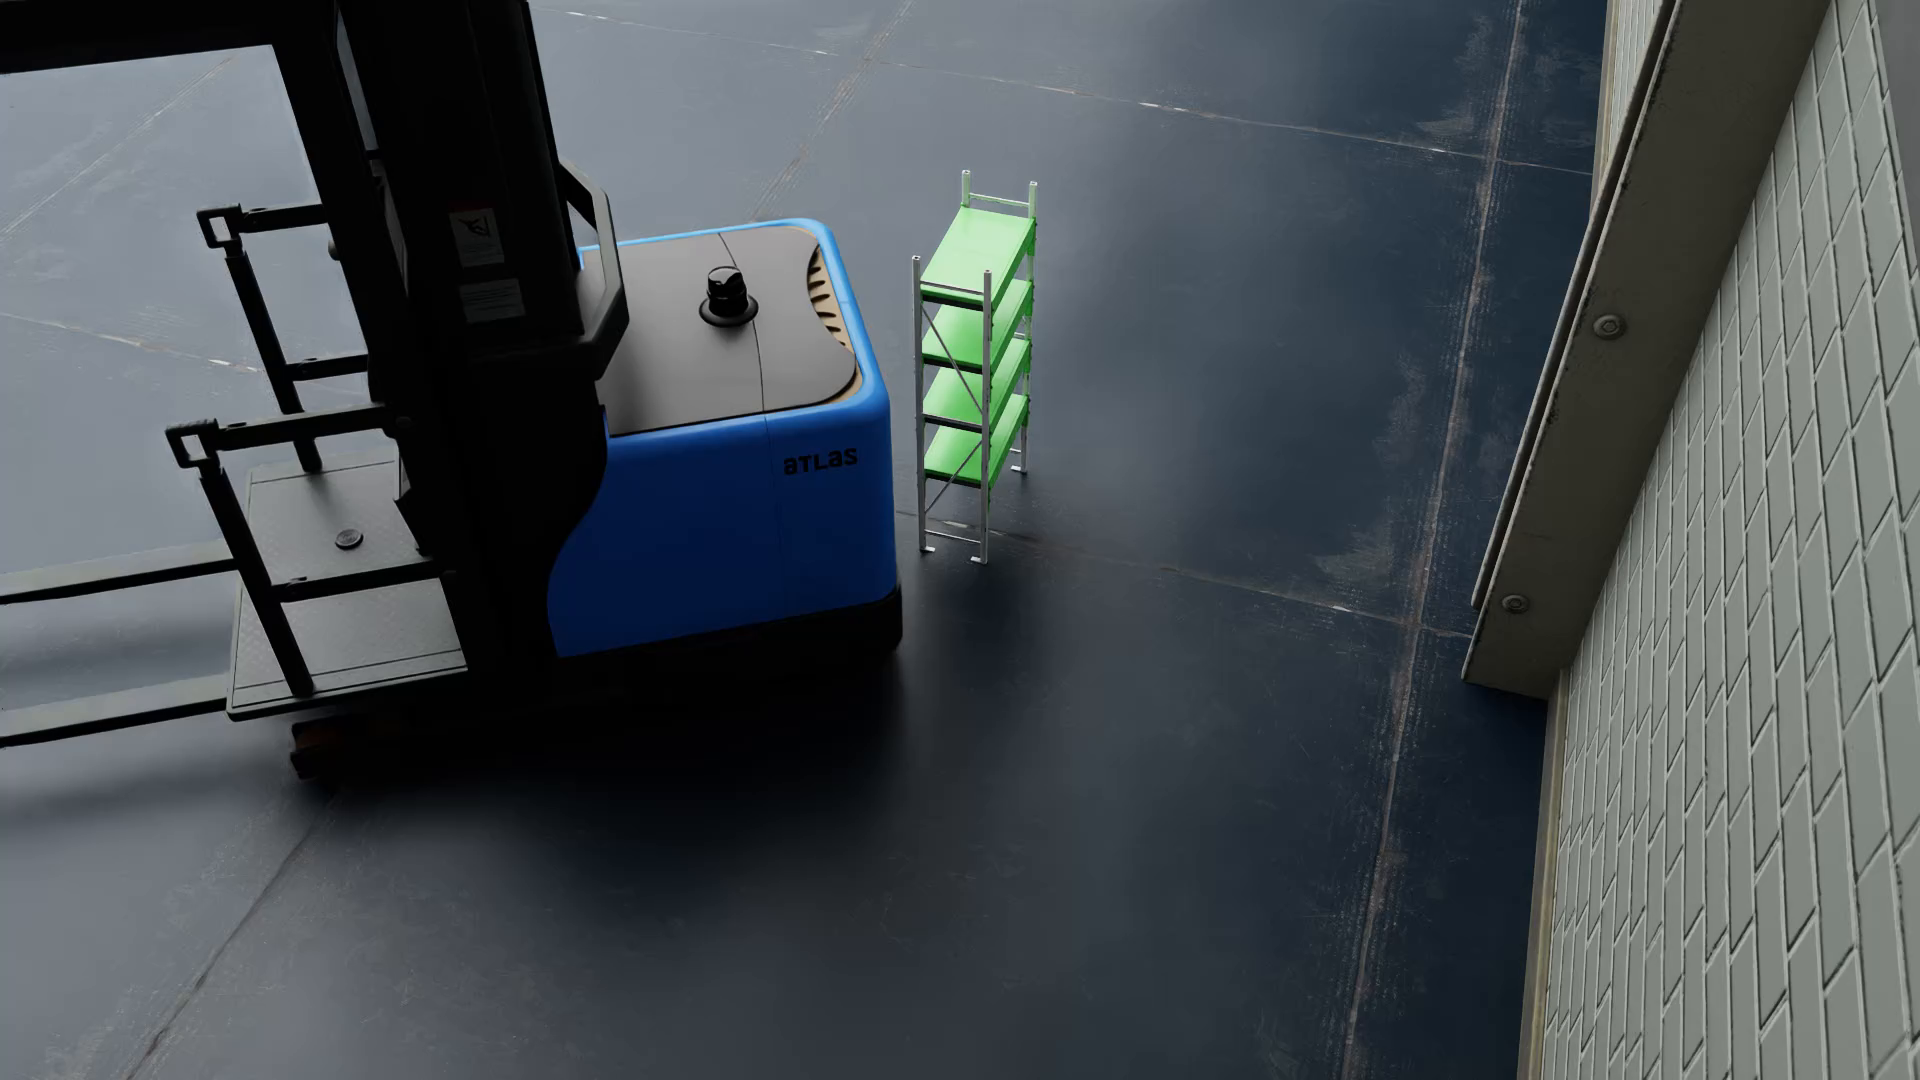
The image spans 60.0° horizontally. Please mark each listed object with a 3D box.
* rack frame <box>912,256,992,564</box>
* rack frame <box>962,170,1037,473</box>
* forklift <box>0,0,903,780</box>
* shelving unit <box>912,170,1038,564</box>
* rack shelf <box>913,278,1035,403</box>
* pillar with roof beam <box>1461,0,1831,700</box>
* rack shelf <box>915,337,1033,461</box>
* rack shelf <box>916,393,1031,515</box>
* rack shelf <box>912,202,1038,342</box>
[{"bbox_3d":[-0.024,-0.377,5.277,0.240,1.200,0.015,13,46,13],"label":"rack frame"},{"bbox_3d":[0.124,-0.702,5.609,0.240,1.200,0.015,13,46,13],"label":"rack frame"},{"bbox_3d":[-1.758,-0.742,4.413,3.031,2.935,1.130,-10,45,-10],"label":"forklift"},{"bbox_3d":[0.050,-0.539,5.443,0.258,1.200,0.503,13,46,13],"label":"shelving unit"},{"bbox_3d":[0.050,-0.665,5.320,0.258,0.148,0.480,13,46,13],"label":"rack shelf"},{"bbox_3d":[-2.300,-3.781,3.180,9.100,9.000,0.400,13,46,13],"label":"pillar with roof beam"},{"bbox_3d":[0.050,-0.494,5.488,0.258,0.148,0.480,13,46,13],"label":"rack shelf"},{"bbox_3d":[0.050,-0.322,5.656,0.258,0.148,0.480,13,46,13],"label":"rack shelf"},{"bbox_3d":[0.050,-0.837,5.152,0.258,0.148,0.480,13,46,13],"label":"rack shelf"}]
